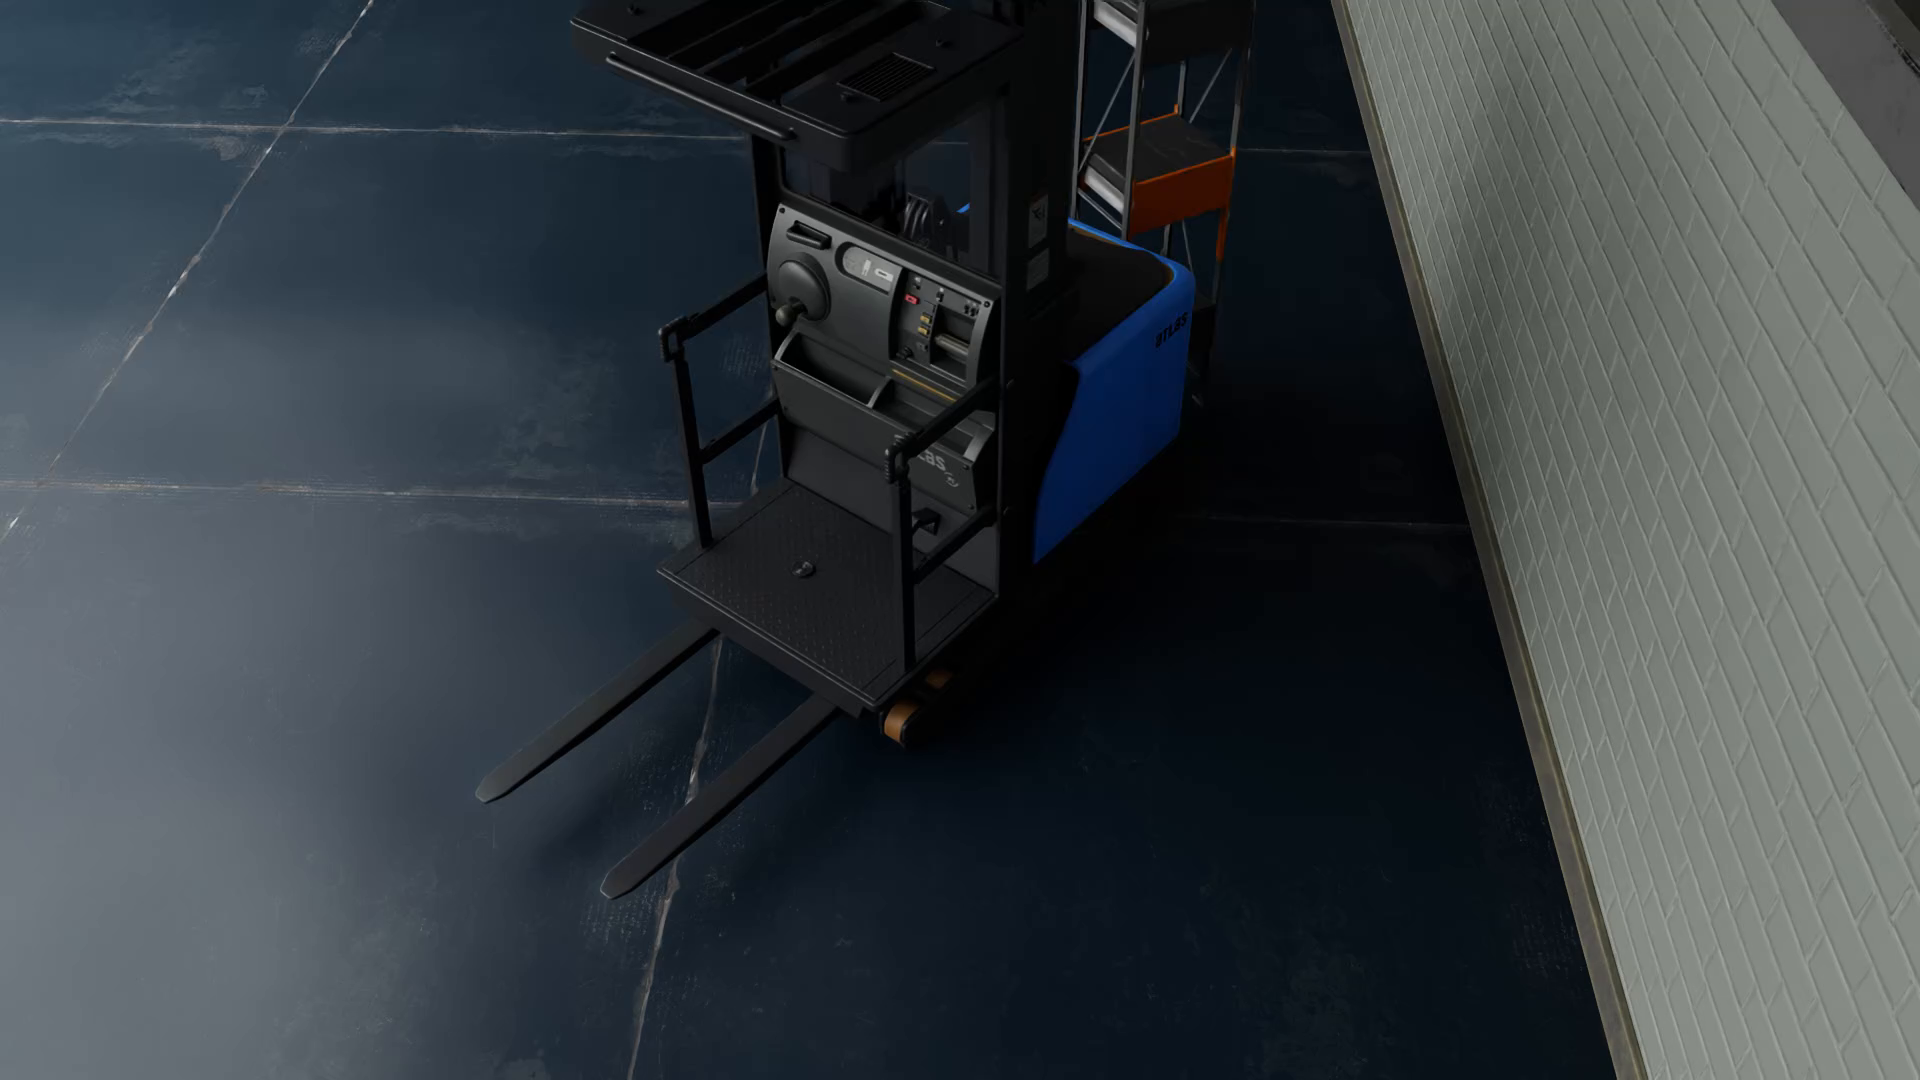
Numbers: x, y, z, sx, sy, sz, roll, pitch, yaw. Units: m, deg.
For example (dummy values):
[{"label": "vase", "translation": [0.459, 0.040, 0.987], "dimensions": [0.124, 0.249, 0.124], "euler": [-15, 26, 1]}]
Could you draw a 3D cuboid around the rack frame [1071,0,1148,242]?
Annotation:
[{"label": "rack frame", "translation": [0.558, -1.311, 6.617], "dimensions": [0.015, 2.100, 0.400], "euler": [-21, 47, -21]}]

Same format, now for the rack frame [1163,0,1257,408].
[{"label": "rack frame", "translation": [0.985, -1.473, 6.791], "dimensions": [0.015, 2.100, 0.400], "euler": [-21, 47, -21]}]

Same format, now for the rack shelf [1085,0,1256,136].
[{"label": "rack shelf", "translation": [0.771, -1.894, 6.236], "dimensions": [0.480, 0.518, 0.431], "euler": [-21, 47, -21]}]

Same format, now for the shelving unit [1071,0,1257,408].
[{"label": "shelving unit", "translation": [0.771, -1.392, 6.704], "dimensions": [0.503, 2.100, 0.431], "euler": [-21, 47, -21]}]

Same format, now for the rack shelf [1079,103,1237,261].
[{"label": "rack shelf", "translation": [0.771, -1.382, 6.713], "dimensions": [0.480, 0.518, 0.431], "euler": [-21, 47, -21]}]

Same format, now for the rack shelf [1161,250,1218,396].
[{"label": "rack shelf", "translation": [0.771, -0.870, 7.191], "dimensions": [0.480, 0.518, 0.431], "euler": [-21, 47, -21]}]

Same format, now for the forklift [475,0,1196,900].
[{"label": "forklift", "translation": [-0.406, -0.728, 5.381], "dimensions": [1.130, 2.935, 3.031], "euler": [29, 50, 27]}]
